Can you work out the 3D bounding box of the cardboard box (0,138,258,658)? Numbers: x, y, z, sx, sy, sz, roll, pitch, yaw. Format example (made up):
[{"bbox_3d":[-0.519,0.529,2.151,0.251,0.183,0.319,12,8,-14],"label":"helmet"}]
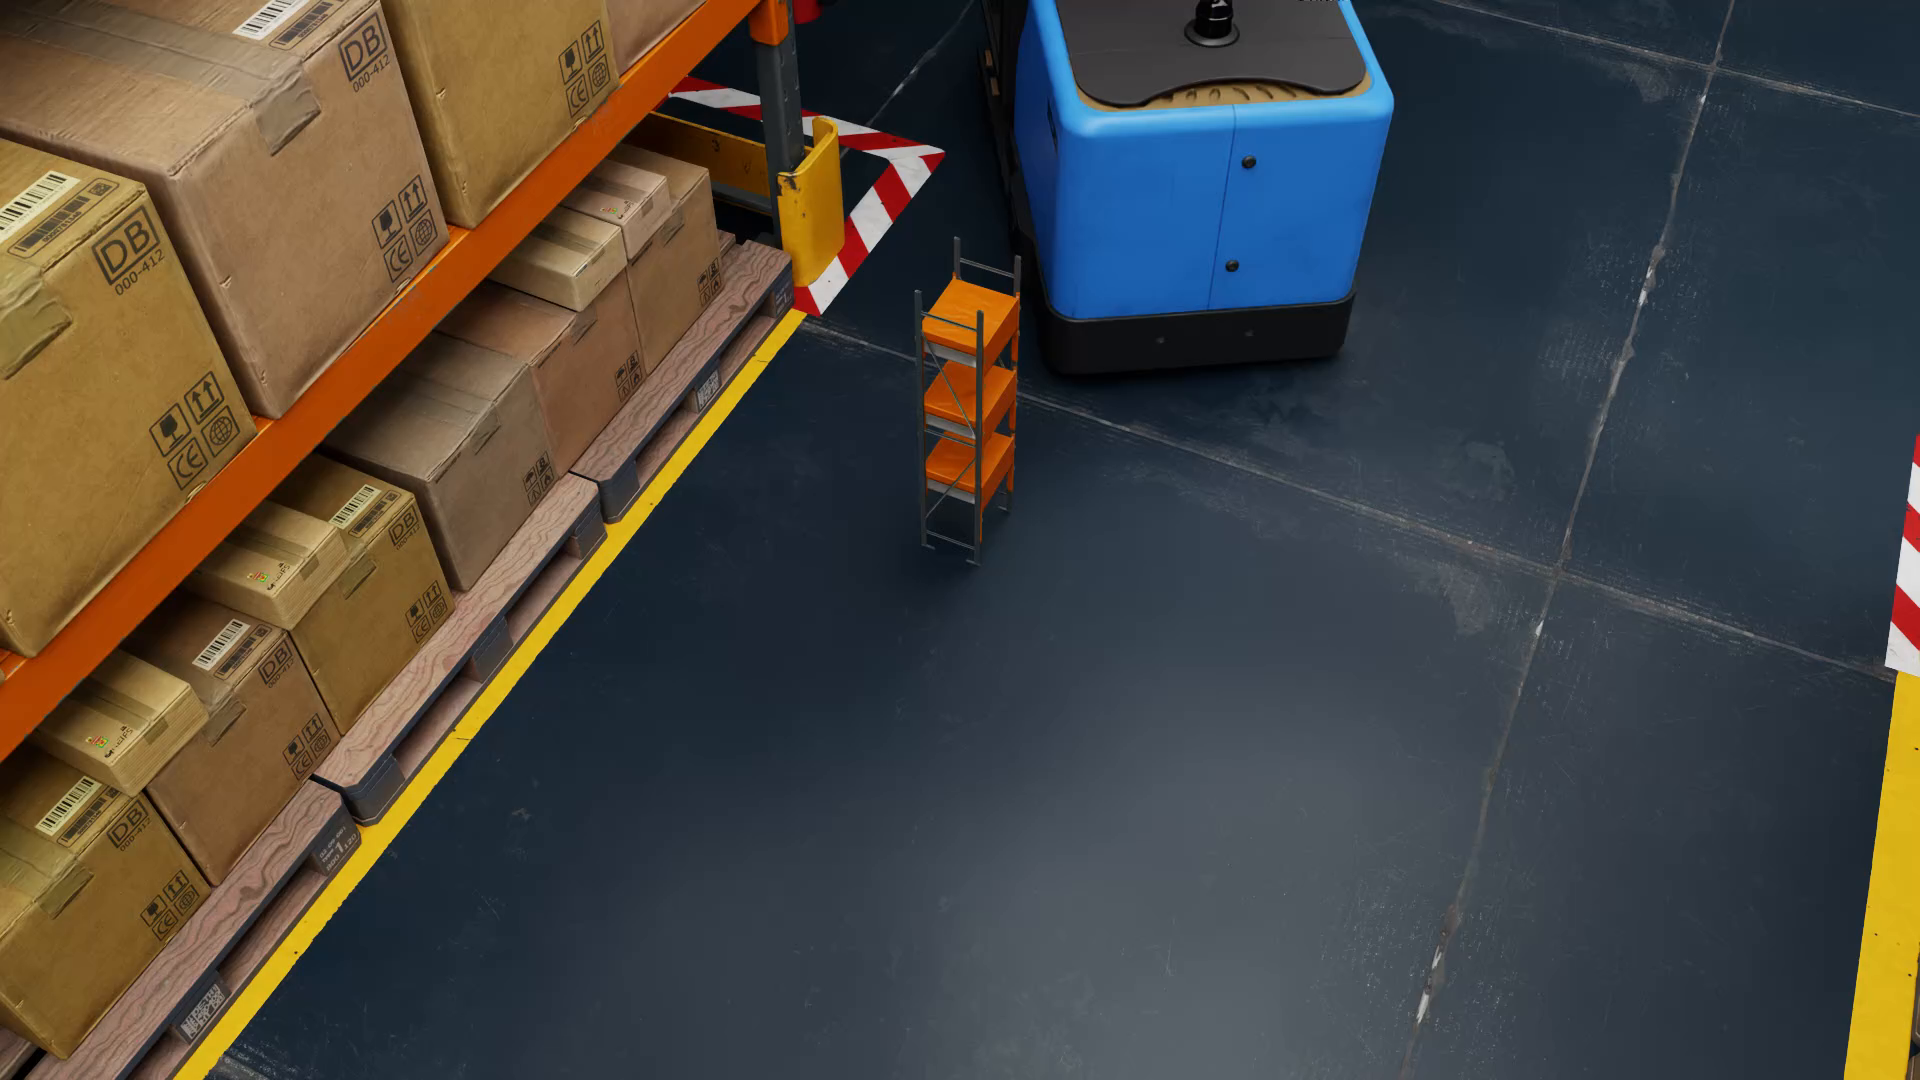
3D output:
[{"bbox_3d":[-2.163,-0.375,3.402,0.980,0.700,0.700,19,52,15],"label":"cardboard box"}]

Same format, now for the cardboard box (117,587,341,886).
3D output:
[{"bbox_3d":[-2.097,0.439,4.272,0.700,0.500,0.500,19,52,16],"label":"cardboard box"}]

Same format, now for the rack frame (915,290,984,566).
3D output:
[{"bbox_3d":[-0.029,-0.293,4.810,0.200,1.050,0.008,20,52,16],"label":"rack frame"}]

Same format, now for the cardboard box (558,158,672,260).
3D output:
[{"bbox_3d":[-1.117,-1.037,5.102,0.380,0.149,0.250,19,52,16],"label":"cardboard box"}]

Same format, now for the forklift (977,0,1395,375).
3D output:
[{"bbox_3d":[0.662,-2.643,5.575,1.130,2.935,3.031,-5,50,-4],"label":"forklift"}]

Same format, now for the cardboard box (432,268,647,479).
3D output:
[{"bbox_3d":[-1.440,-0.630,5.182,0.700,0.500,0.500,20,52,16],"label":"cardboard box"}]

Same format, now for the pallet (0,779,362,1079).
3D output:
[{"bbox_3d":[-2.331,0.997,4.263,1.003,0.211,1.213,20,52,16],"label":"pallet"}]

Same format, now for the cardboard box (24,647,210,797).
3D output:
[{"bbox_3d":[-2.003,0.397,3.882,0.380,0.149,0.250,21,53,17],"label":"cardboard box"}]

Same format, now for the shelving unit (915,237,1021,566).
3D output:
[{"bbox_3d":[0.023,-0.377,4.882,0.215,1.050,0.252,20,52,16],"label":"shelving unit"}]

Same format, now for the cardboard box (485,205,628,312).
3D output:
[{"bbox_3d":[-1.225,-0.861,4.952,0.380,0.149,0.250,21,53,17],"label":"cardboard box"}]

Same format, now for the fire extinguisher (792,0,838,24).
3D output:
[{"bbox_3d":[-0.536,-1.971,5.253,0.296,0.674,0.183,20,52,16],"label":"fire extinguisher"}]

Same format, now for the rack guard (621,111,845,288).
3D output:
[{"bbox_3d":[-1.008,-1.369,6.087,1.175,0.500,0.348,20,52,16],"label":"rack guard"}]

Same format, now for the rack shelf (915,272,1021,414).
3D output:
[{"bbox_3d":[0.023,-0.554,4.673,0.215,0.259,0.240,20,52,16],"label":"rack shelf"}]

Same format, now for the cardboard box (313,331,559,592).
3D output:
[{"bbox_3d":[-1.654,-0.283,4.887,0.700,0.500,0.500,18,52,15],"label":"cardboard box"}]

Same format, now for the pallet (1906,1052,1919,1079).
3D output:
[{"bbox_3d":[2.568,1.789,3.590,1.003,0.211,1.213,20,52,16],"label":"pallet"}]

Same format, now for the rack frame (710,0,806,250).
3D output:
[{"bbox_3d":[-1.018,-2.163,5.121,1.000,3.000,0.127,20,52,16],"label":"rack frame"}]

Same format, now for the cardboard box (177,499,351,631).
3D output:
[{"bbox_3d":[-1.780,0.038,4.188,0.380,0.149,0.250,18,52,15],"label":"cardboard box"}]

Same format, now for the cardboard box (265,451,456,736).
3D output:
[{"bbox_3d":[-1.876,0.086,4.573,0.700,0.500,0.500,21,53,17],"label":"cardboard box"}]

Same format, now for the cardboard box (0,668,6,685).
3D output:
[{"bbox_3d":[-2.480,0.126,2.976,0.980,0.700,0.700,21,53,17],"label":"cardboard box"}]

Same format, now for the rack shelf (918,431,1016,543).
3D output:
[{"bbox_3d":[0.023,-0.190,5.101,0.215,0.259,0.240,20,52,16],"label":"rack shelf"}]

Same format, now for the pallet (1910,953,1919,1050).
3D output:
[{"bbox_3d":[3.090,0.952,4.302,1.003,0.211,1.213,20,52,16],"label":"pallet"}]

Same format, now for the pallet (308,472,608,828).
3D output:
[{"bbox_3d":[-1.811,0.154,4.980,1.003,0.211,1.213,20,52,16],"label":"pallet"}]

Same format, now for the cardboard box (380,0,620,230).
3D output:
[{"bbox_3d":[-1.527,-1.401,4.276,0.980,0.700,0.700,19,52,16],"label":"cardboard box"}]

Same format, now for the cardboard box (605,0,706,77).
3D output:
[{"bbox_3d":[-1.227,-1.906,4.705,0.980,0.700,0.700,22,53,18],"label":"cardboard box"}]

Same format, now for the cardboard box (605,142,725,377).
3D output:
[{"bbox_3d":[-1.226,-0.974,5.475,0.700,0.500,0.500,20,52,16],"label":"cardboard box"}]

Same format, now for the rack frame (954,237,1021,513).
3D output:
[{"bbox_3d":[0.075,-0.461,4.953,0.200,1.050,0.008,20,52,16],"label":"rack frame"}]

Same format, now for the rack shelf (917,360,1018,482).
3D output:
[{"bbox_3d":[0.023,-0.370,4.890,0.215,0.259,0.240,20,52,16],"label":"rack shelf"}]

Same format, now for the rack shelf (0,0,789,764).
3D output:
[{"bbox_3d":[-1.872,-0.553,4.223,1.077,0.370,4.000,20,52,16],"label":"rack shelf"}]

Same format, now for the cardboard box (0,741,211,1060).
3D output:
[{"bbox_3d":[-2.314,0.784,3.979,0.700,0.500,0.500,20,53,17],"label":"cardboard box"}]

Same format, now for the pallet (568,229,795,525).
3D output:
[{"bbox_3d":[-1.289,-0.683,5.693,1.003,0.211,1.213,20,52,16],"label":"pallet"}]

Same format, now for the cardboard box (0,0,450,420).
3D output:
[{"bbox_3d":[-1.861,-0.879,3.831,0.980,0.700,0.700,18,52,14],"label":"cardboard box"}]
